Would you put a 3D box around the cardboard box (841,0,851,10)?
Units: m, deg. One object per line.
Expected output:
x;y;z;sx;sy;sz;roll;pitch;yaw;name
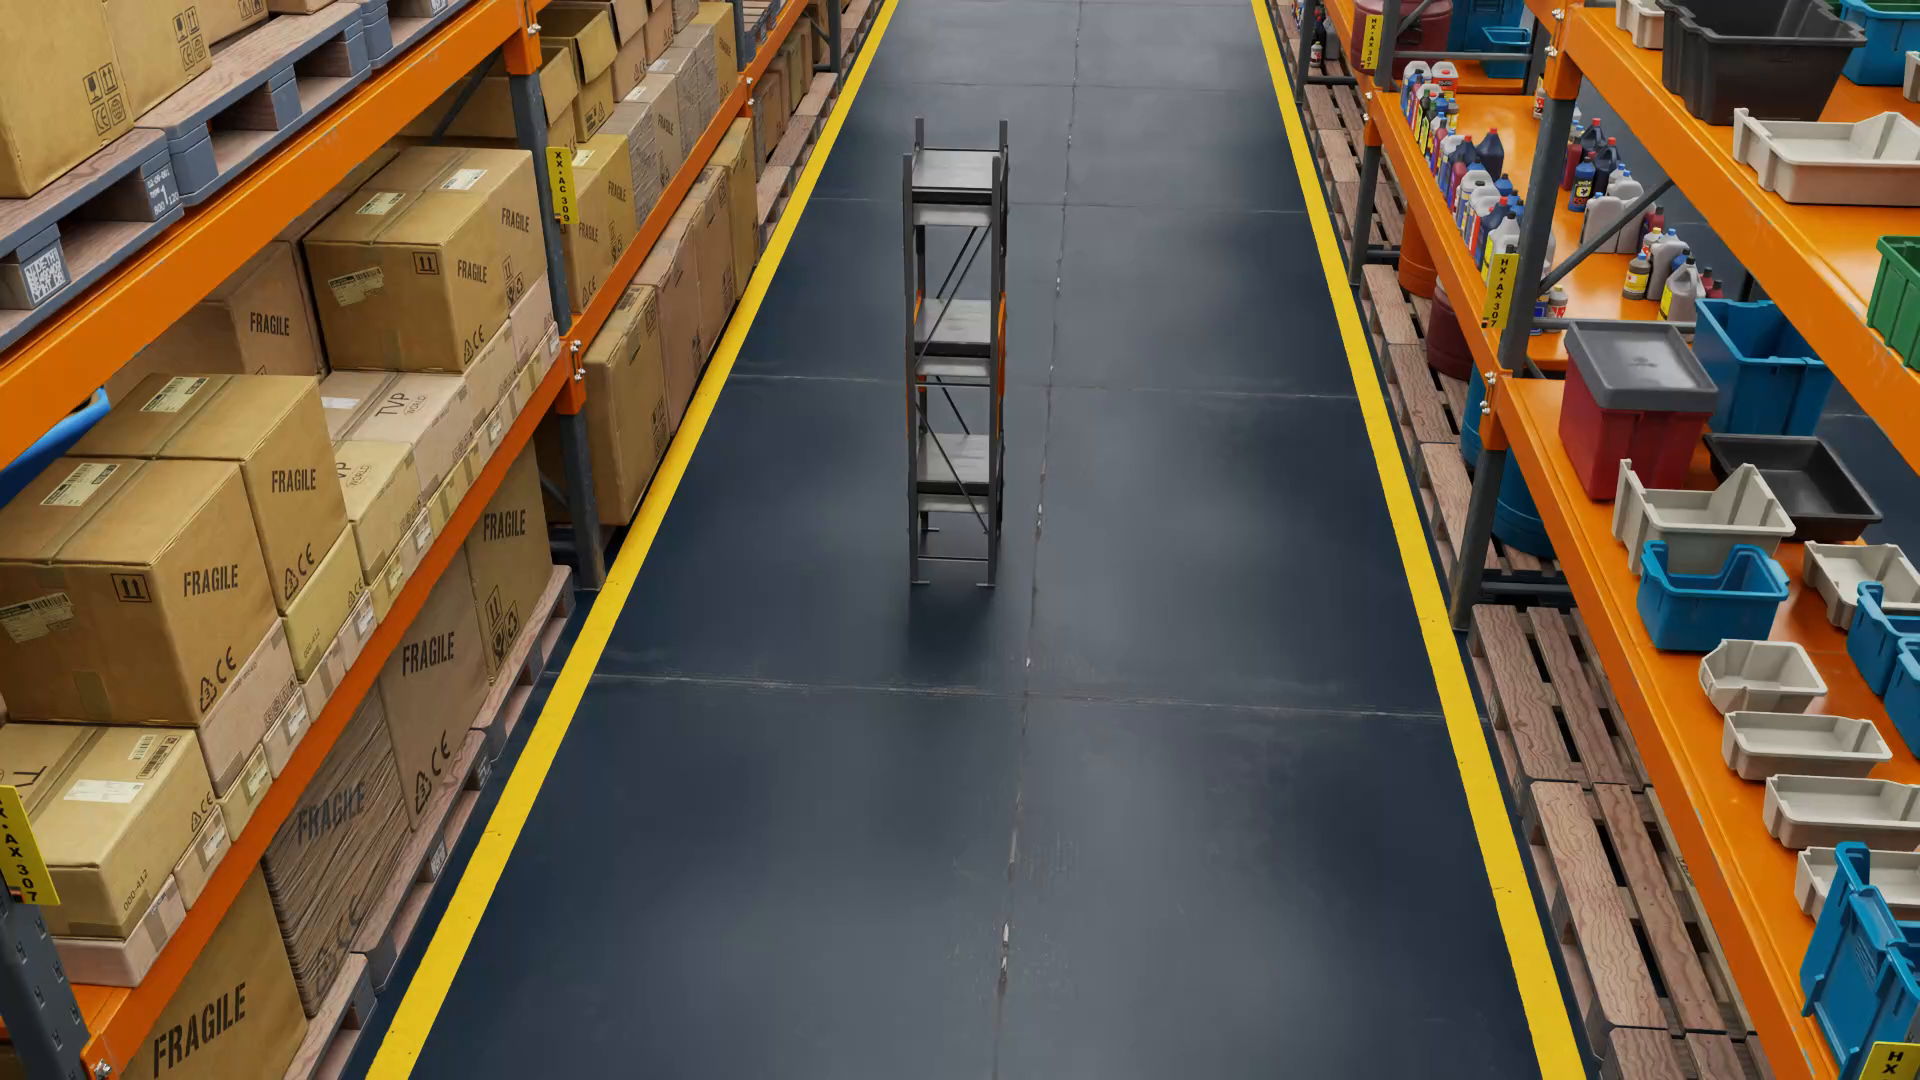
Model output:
-1.367;-5.503;16.302;0.500;0.500;0.500;5;32;9;cardboard box

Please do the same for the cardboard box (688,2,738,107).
-1.660;-2.945;10.075;0.500;0.500;0.500;3;32;5;cardboard box

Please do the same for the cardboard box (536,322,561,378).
-1.890;-0.799;6.927;0.380;0.149;0.250;3;32;4;cardboard box

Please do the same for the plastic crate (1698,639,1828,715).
2.347;0.423;4.899;0.298;0.136;0.250;2;32;4;plastic crate

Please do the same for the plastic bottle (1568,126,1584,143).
3.369;-2.160;9.085;0.097;0.201;0.097;0;32;0;plastic bottle

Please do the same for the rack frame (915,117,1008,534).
0.006;-0.935;7.766;0.400;2.100;0.015;2;32;4;rack frame

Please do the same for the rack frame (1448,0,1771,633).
2.745;-0.868;6.800;1.000;3.000;0.127;2;32;4;rack frame

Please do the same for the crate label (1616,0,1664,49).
2.417;-1.789;5.687;0.293;0.136;0.466;2;32;4;crate label

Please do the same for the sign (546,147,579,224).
-1.639;-1.459;6.858;0.100;0.325;0.005;2;32;4;sign

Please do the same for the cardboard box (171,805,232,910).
-2.140;0.813;4.311;0.380;0.149;0.250;2;32;3;cardboard box

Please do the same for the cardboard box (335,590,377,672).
-2.058;0.275;5.184;0.380;0.149;0.250;2;32;3;cardboard box

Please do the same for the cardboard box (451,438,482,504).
-1.974;-0.261;6.054;0.380;0.149;0.250;3;32;5;cardboard box

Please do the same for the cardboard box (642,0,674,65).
-1.998;-2.919;9.076;0.797;0.503;0.637;3;32;5;cardboard box

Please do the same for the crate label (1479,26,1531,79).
3.478;-3.093;10.569;0.303;0.233;0.416;2;32;4;crate label

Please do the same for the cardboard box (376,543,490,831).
-2.399;0.458;6.272;0.875;0.875;0.875;2;32;4;cardboard box

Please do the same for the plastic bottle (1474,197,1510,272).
2.508;-1.438;7.772;0.144;0.351;0.185;2;32;4;plastic bottle

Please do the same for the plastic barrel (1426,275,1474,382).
2.955;-1.265;9.342;0.600;0.588;0.708;2;32;4;plastic barrel

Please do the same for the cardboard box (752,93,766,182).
-1.799;-2.936;12.119;0.700;0.500;0.500;0;32;0;cardboard box

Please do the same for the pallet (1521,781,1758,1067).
2.627;1.345;5.867;1.003;0.211;1.213;2;32;4;pallet

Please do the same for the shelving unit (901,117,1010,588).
-0.013;-0.807;7.559;0.431;2.100;0.503;2;32;4;shelving unit

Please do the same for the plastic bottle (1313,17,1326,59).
3.161;-4.460;14.734;0.144;0.351;0.185;2;32;3;plastic bottle

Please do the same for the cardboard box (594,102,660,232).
-1.824;-1.877;8.341;0.500;0.500;0.500;2;32;3;cardboard box

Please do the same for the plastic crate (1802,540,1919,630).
2.902;0.142;5.355;0.293;0.136;0.466;2;32;4;plastic crate

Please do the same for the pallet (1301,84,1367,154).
3.371;-3.452;13.650;1.003;0.211;1.213;2;32;4;pallet

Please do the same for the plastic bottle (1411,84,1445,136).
2.675;-2.453;9.489;0.152;0.276;0.135;2;32;4;plastic bottle

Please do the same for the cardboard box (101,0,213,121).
-2.369;-1.365;4.156;0.700;0.500;0.500;0;32;1;cardboard box

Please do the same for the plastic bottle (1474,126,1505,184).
2.745;-1.982;8.654;0.144;0.351;0.185;2;32;4;plastic bottle

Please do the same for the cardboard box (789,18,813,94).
-1.612;-4.066;13.952;0.700;0.500;0.500;0;32;0;cardboard box

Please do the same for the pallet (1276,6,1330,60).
3.589;-4.853;15.924;1.003;0.211;1.213;2;32;4;pallet

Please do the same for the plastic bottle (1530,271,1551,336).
2.454;-1.035;7.189;0.152;0.276;0.135;2;32;4;plastic bottle

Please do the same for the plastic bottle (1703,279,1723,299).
3.200;-0.992;7.112;0.061;0.283;0.133;2;32;4;plastic bottle

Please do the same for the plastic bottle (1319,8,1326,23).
3.307;-4.710;15.203;0.061;0.283;0.133;2;32;4;plastic bottle

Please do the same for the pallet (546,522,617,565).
-2.204;-0.299;8.534;1.003;0.211;1.213;2;32;4;pallet

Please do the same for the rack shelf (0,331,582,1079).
-2.355;0.272;5.635;1.077;0.370;4.000;2;32;4;rack shelf

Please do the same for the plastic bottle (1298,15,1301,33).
3.202;-4.813;15.449;0.097;0.201;0.097;0;32;0;plastic bottle

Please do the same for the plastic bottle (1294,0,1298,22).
3.235;-5.055;15.774;0.097;0.271;0.097;0;32;0;plastic bottle

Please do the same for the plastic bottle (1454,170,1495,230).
2.555;-1.682;8.238;0.152;0.276;0.135;2;32;4;plastic bottle

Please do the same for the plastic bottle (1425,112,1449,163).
2.609;-2.201;9.085;0.097;0.271;0.097;0;32;0;plastic bottle

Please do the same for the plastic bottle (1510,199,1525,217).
2.651;-1.492;7.935;0.097;0.271;0.097;0;32;0;plastic bottle

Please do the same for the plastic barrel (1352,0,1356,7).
3.004;-4.008;11.766;0.433;0.535;0.433;0;32;0;plastic barrel

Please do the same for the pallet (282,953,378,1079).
-2.531;1.778;5.164;1.003;0.211;1.213;2;32;4;pallet

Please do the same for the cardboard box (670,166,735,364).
-2.024;-1.620;9.644;1.225;0.875;0.875;3;32;4;cardboard box

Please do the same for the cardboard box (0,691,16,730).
-2.701;0.419;4.570;0.500;0.250;0.500;2;32;3;cardboard box

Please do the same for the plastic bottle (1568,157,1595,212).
3.165;-1.812;8.454;0.097;0.271;0.097;0;32;0;plastic bottle

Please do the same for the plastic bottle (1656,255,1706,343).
3.100;-1.039;7.123;0.144;0.351;0.185;2;32;4;plastic bottle

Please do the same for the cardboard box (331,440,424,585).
-2.092;-0.098;5.410;0.500;0.250;0.500;2;32;3;cardboard box

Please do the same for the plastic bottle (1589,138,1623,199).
3.289;-1.864;8.462;0.144;0.351;0.185;2;32;4;plastic bottle

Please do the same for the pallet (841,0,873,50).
-1.425;-5.068;16.273;1.003;0.211;1.213;2;32;4;pallet

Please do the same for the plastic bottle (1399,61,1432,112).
2.713;-2.695;9.881;0.152;0.276;0.135;2;32;4;plastic bottle

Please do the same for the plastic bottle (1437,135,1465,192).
2.600;-1.969;8.705;0.152;0.276;0.135;2;32;4;plastic bottle

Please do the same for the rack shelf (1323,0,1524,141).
3.233;-3.699;12.079;1.077;0.370;4.000;2;32;4;rack shelf

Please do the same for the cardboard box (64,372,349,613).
-2.133;-0.142;4.766;0.500;0.500;0.500;2;32;3;cardboard box

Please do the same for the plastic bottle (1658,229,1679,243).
3.228;-1.290;7.607;0.097;0.271;0.097;0;32;0;plastic bottle

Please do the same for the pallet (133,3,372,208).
-2.371;-1.255;4.653;1.003;0.211;1.213;2;32;4;pallet

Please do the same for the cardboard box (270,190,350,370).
-2.534;-0.965;6.102;0.500;0.500;0.500;2;32;4;cardboard box

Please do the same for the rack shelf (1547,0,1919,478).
2.582;-0.793;4.504;1.077;0.370;4.000;2;32;4;rack shelf

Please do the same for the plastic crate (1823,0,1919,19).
3.011;-1.821;5.688;0.450;0.188;0.662;2;32;4;plastic crate

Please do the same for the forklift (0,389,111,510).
-5.200;-1.022;7.114;3.031;2.935;1.130;12;33;18;forklift

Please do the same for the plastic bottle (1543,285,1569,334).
2.580;-1.008;7.216;0.097;0.201;0.097;0;32;0;plastic bottle
